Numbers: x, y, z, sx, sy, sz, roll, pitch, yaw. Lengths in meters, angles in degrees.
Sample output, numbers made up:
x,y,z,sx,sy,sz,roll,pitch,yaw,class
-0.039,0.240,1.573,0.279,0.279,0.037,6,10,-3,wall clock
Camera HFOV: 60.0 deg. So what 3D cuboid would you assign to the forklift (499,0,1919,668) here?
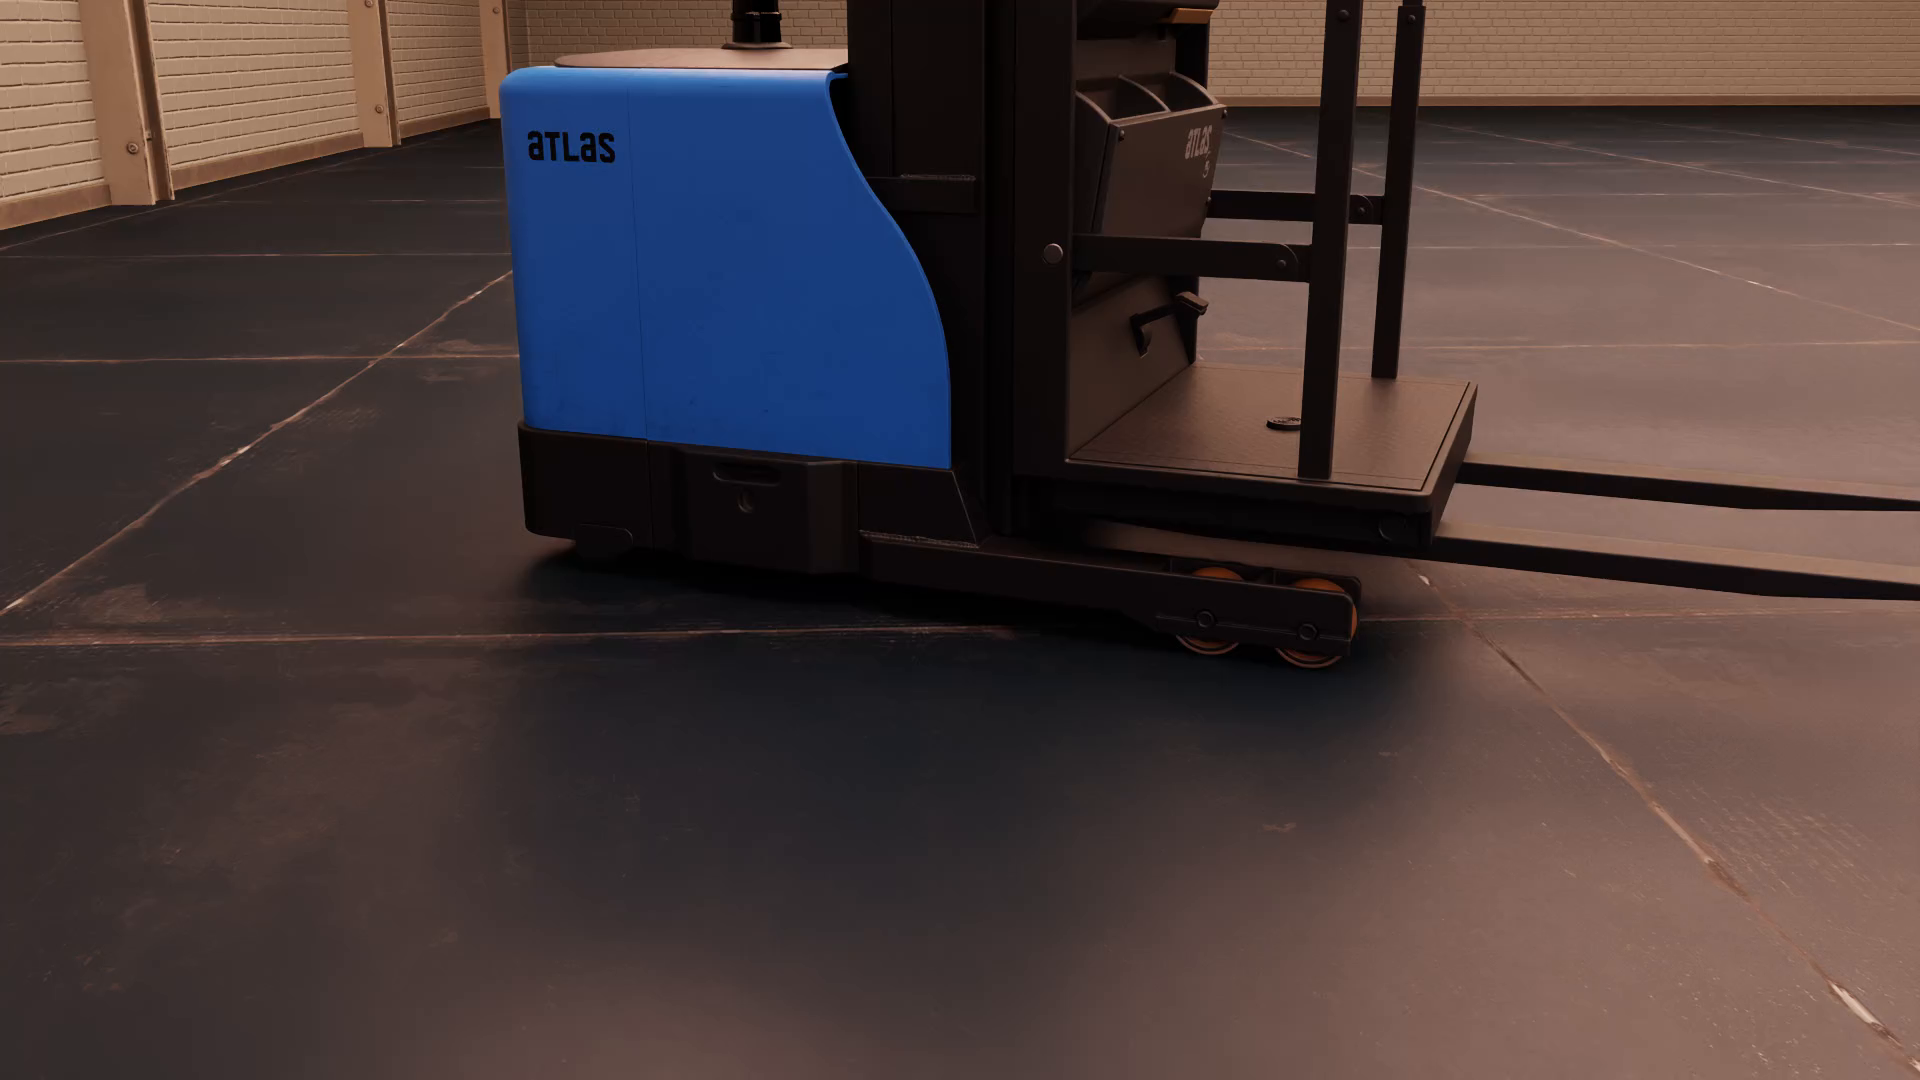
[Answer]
x,y,z,sx,sy,sz,roll,pitch,yaw,class
0.583,-1.336,3.275,3.031,2.935,1.130,6,18,20,forklift
